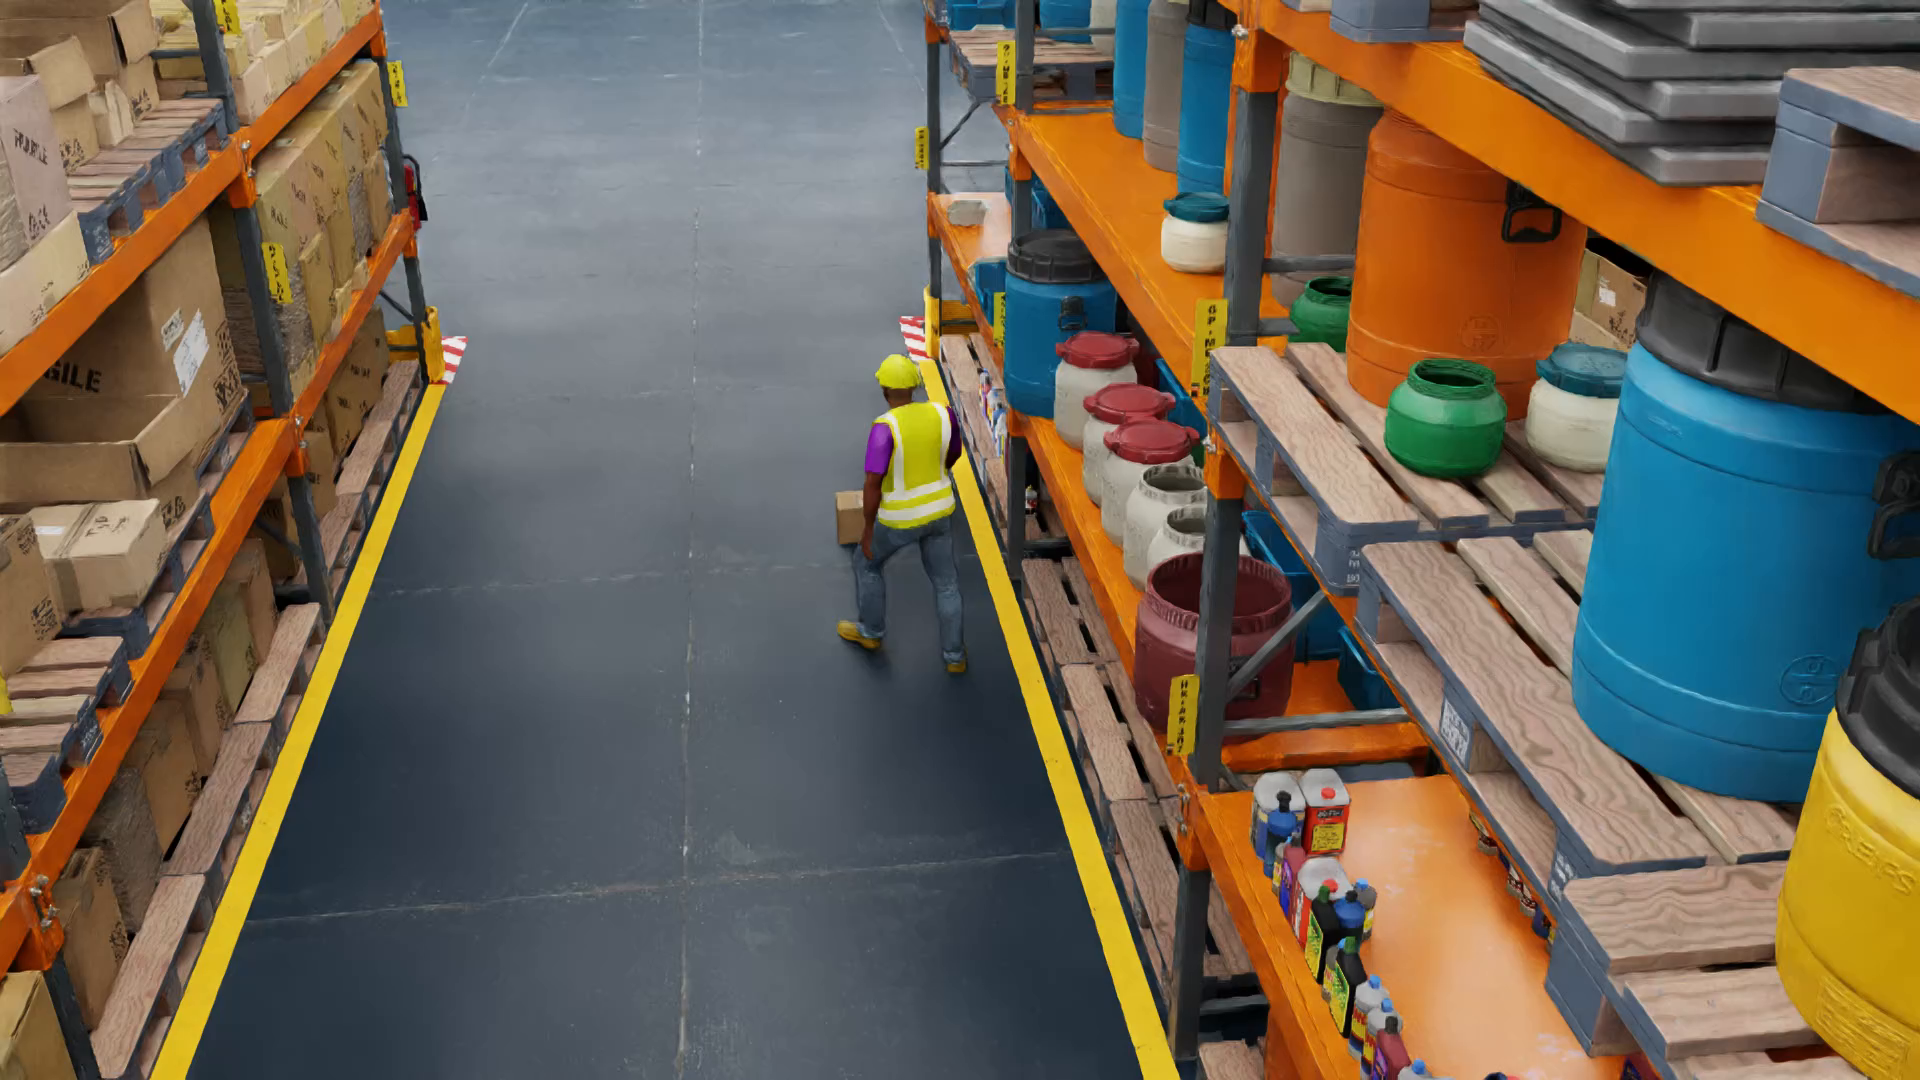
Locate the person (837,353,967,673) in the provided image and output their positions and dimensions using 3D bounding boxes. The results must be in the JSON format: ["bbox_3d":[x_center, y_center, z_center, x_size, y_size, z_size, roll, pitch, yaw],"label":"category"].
[{"bbox_3d":[-0.271,-0.150,8.914,0.705,1.716,0.736,-15,30,-26],"label":"person"}]
